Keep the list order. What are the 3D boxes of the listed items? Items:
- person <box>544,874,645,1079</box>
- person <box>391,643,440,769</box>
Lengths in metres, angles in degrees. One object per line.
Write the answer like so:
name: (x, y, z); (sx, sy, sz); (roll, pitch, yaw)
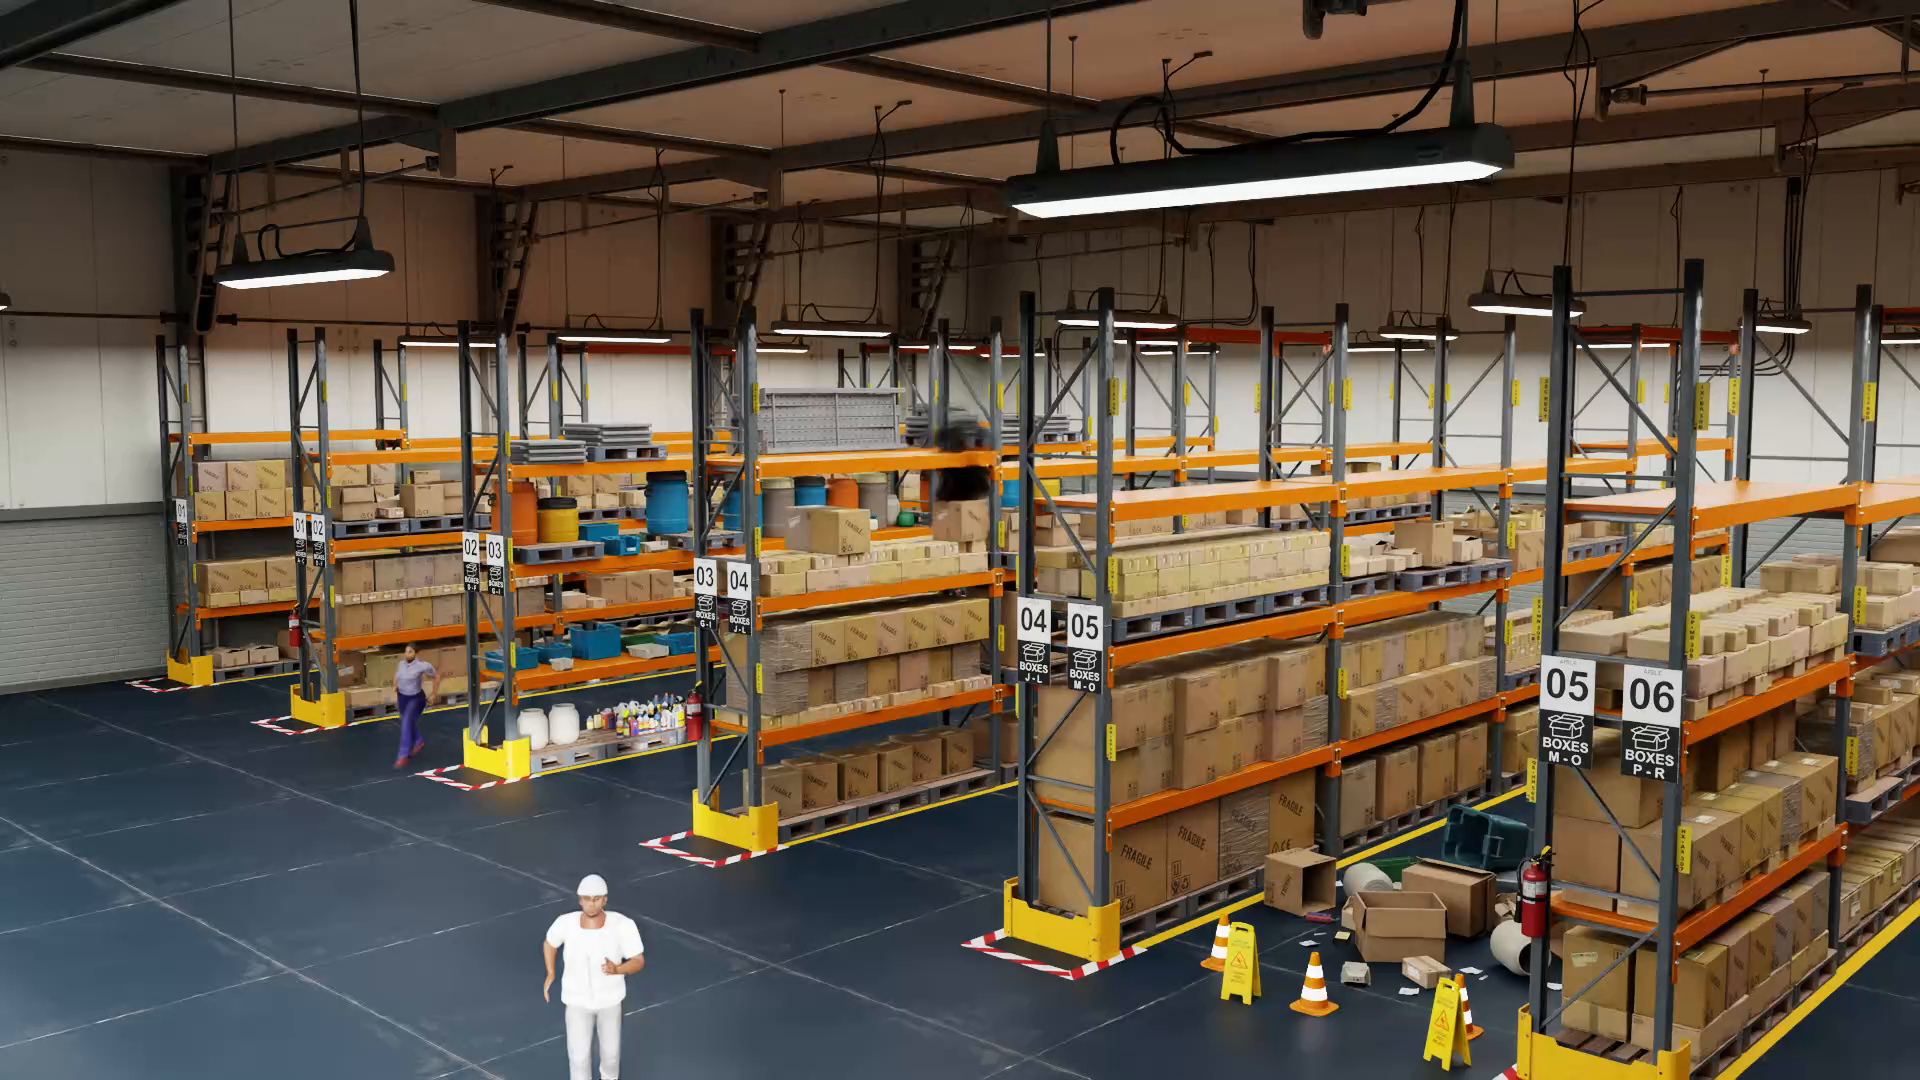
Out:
person: (-2.522, 3.182, 11.464); (0.693, 1.772, 0.959); (-1, 5, -10)
person: (-7.441, 2.232, 22.665); (0.653, 1.676, 0.823); (2, 6, 23)
